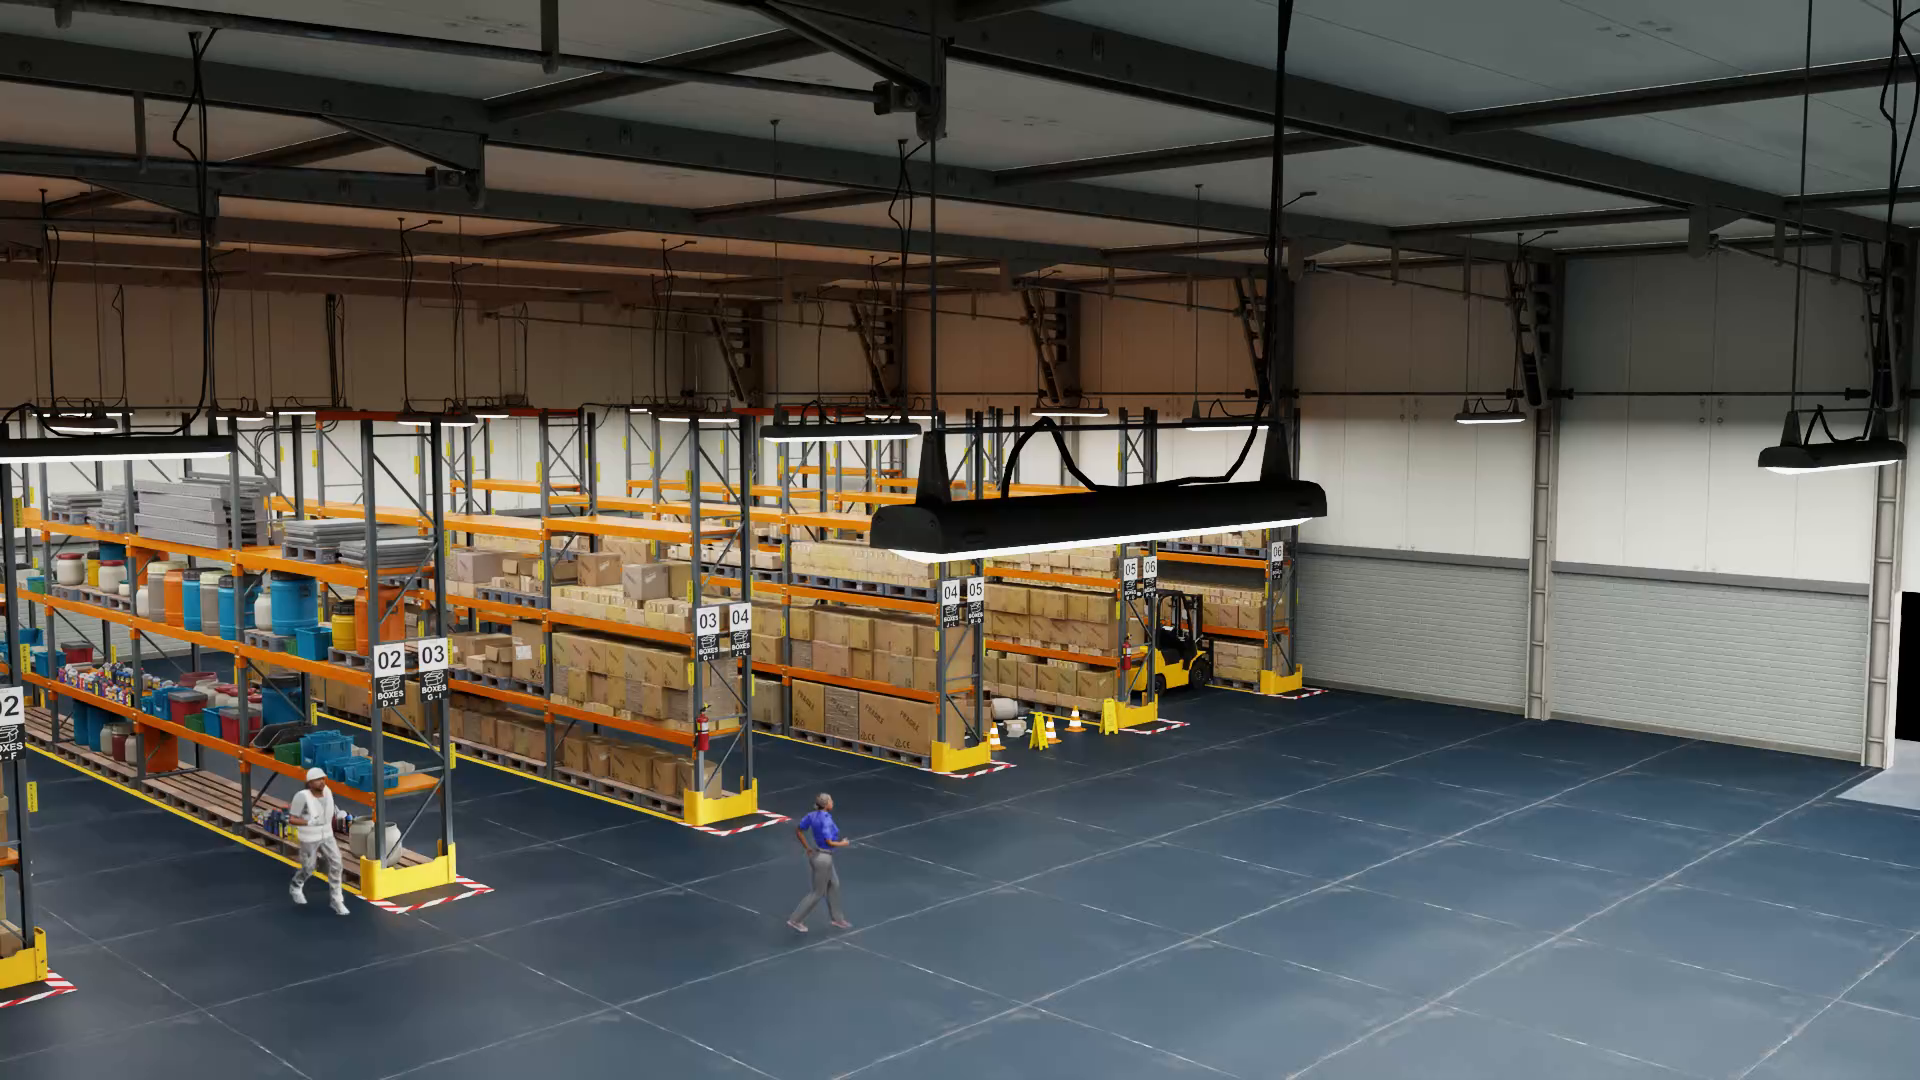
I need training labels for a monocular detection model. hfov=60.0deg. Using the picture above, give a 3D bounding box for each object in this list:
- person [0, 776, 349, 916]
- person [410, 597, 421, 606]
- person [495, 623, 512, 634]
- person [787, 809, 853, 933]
[{"bbox_3d":[-9.035,3.677,19.137,1.625,1.961,3.874,3,6,34],"label":"person"},{"bbox_3d":[-12.812,2.053,39.048,0.599,1.657,0.740,1,5,12],"label":"person"},{"bbox_3d":[-11.028,1.838,40.534,0.676,1.576,0.712,2,5,18],"label":"person"},{"bbox_3d":[-1.633,3.888,19.428,0.846,1.485,0.532,-2,5,-23],"label":"person"}]
